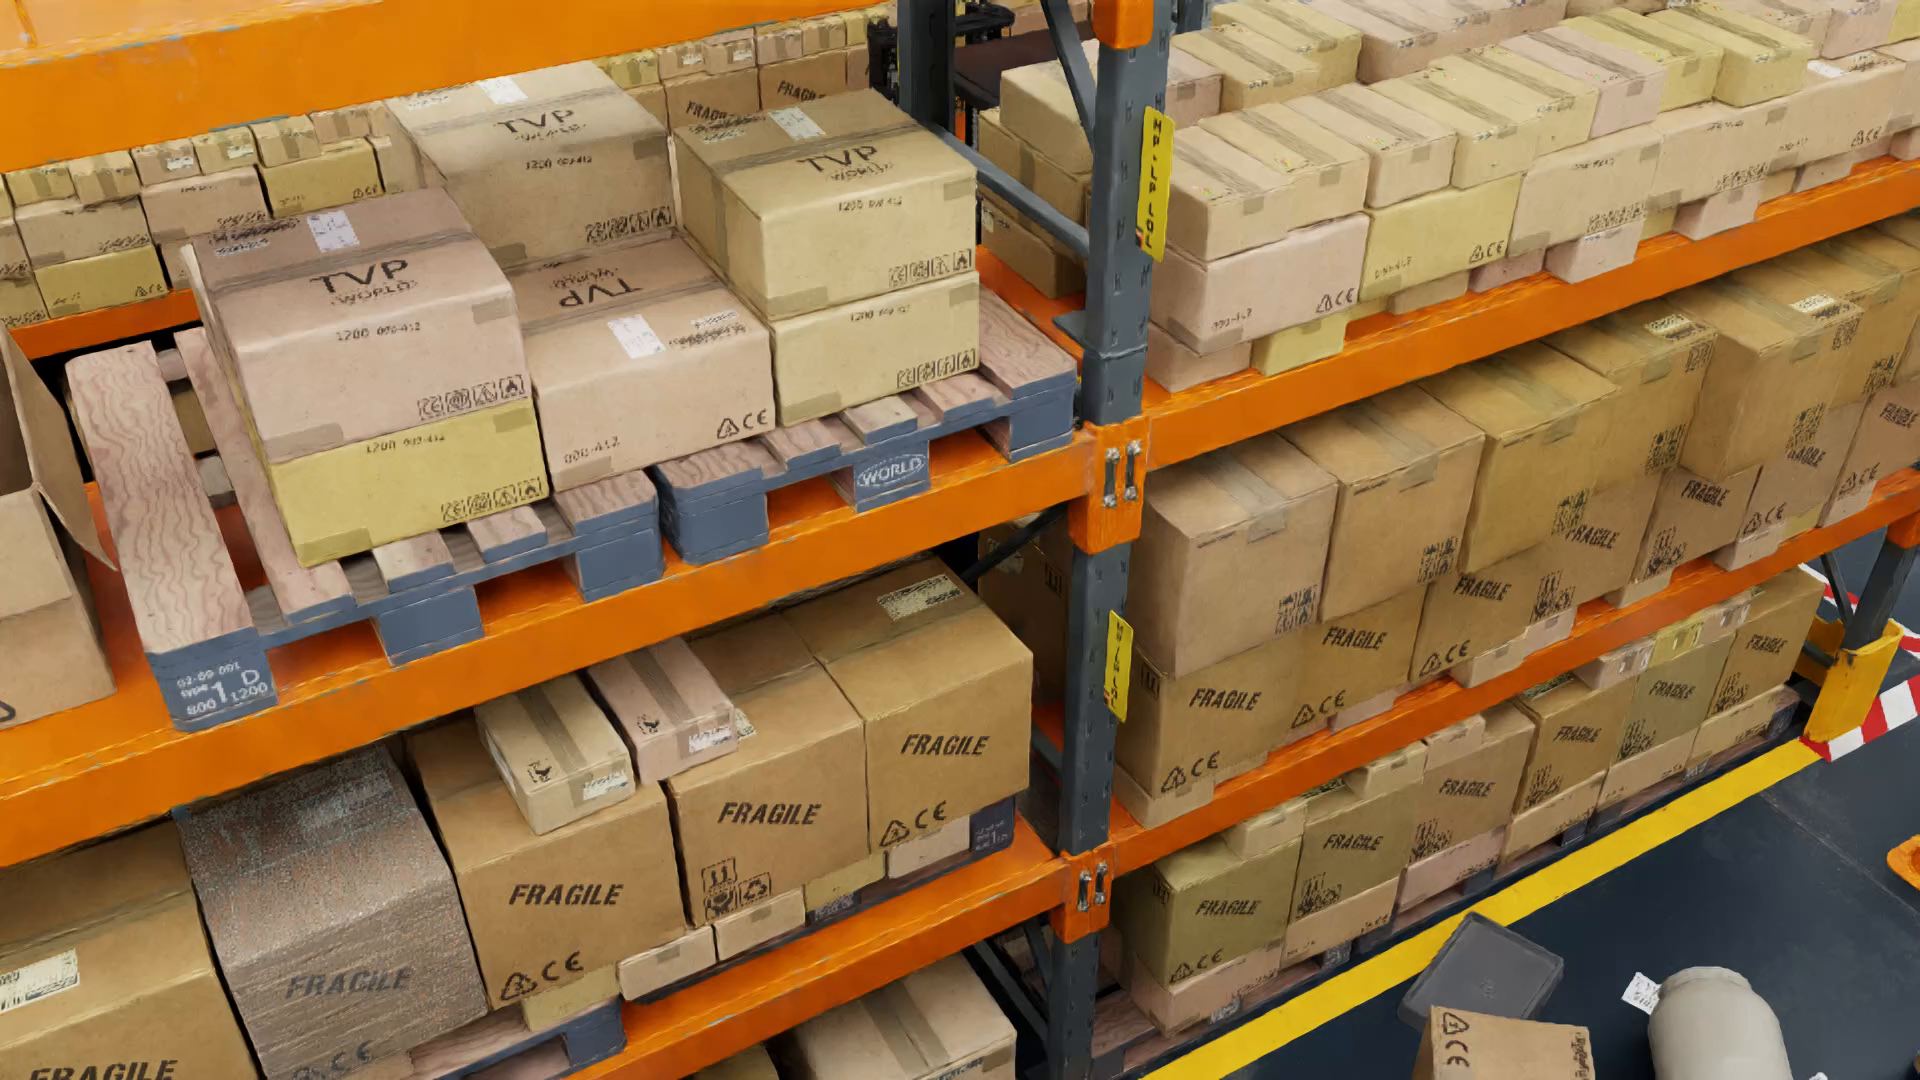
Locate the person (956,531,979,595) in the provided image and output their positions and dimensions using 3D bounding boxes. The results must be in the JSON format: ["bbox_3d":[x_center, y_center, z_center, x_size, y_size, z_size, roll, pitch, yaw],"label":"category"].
[{"bbox_3d":[-0.066,-0.064,6.997,0.532,1.661,0.365,-17,40,-21],"label":"person"}]
